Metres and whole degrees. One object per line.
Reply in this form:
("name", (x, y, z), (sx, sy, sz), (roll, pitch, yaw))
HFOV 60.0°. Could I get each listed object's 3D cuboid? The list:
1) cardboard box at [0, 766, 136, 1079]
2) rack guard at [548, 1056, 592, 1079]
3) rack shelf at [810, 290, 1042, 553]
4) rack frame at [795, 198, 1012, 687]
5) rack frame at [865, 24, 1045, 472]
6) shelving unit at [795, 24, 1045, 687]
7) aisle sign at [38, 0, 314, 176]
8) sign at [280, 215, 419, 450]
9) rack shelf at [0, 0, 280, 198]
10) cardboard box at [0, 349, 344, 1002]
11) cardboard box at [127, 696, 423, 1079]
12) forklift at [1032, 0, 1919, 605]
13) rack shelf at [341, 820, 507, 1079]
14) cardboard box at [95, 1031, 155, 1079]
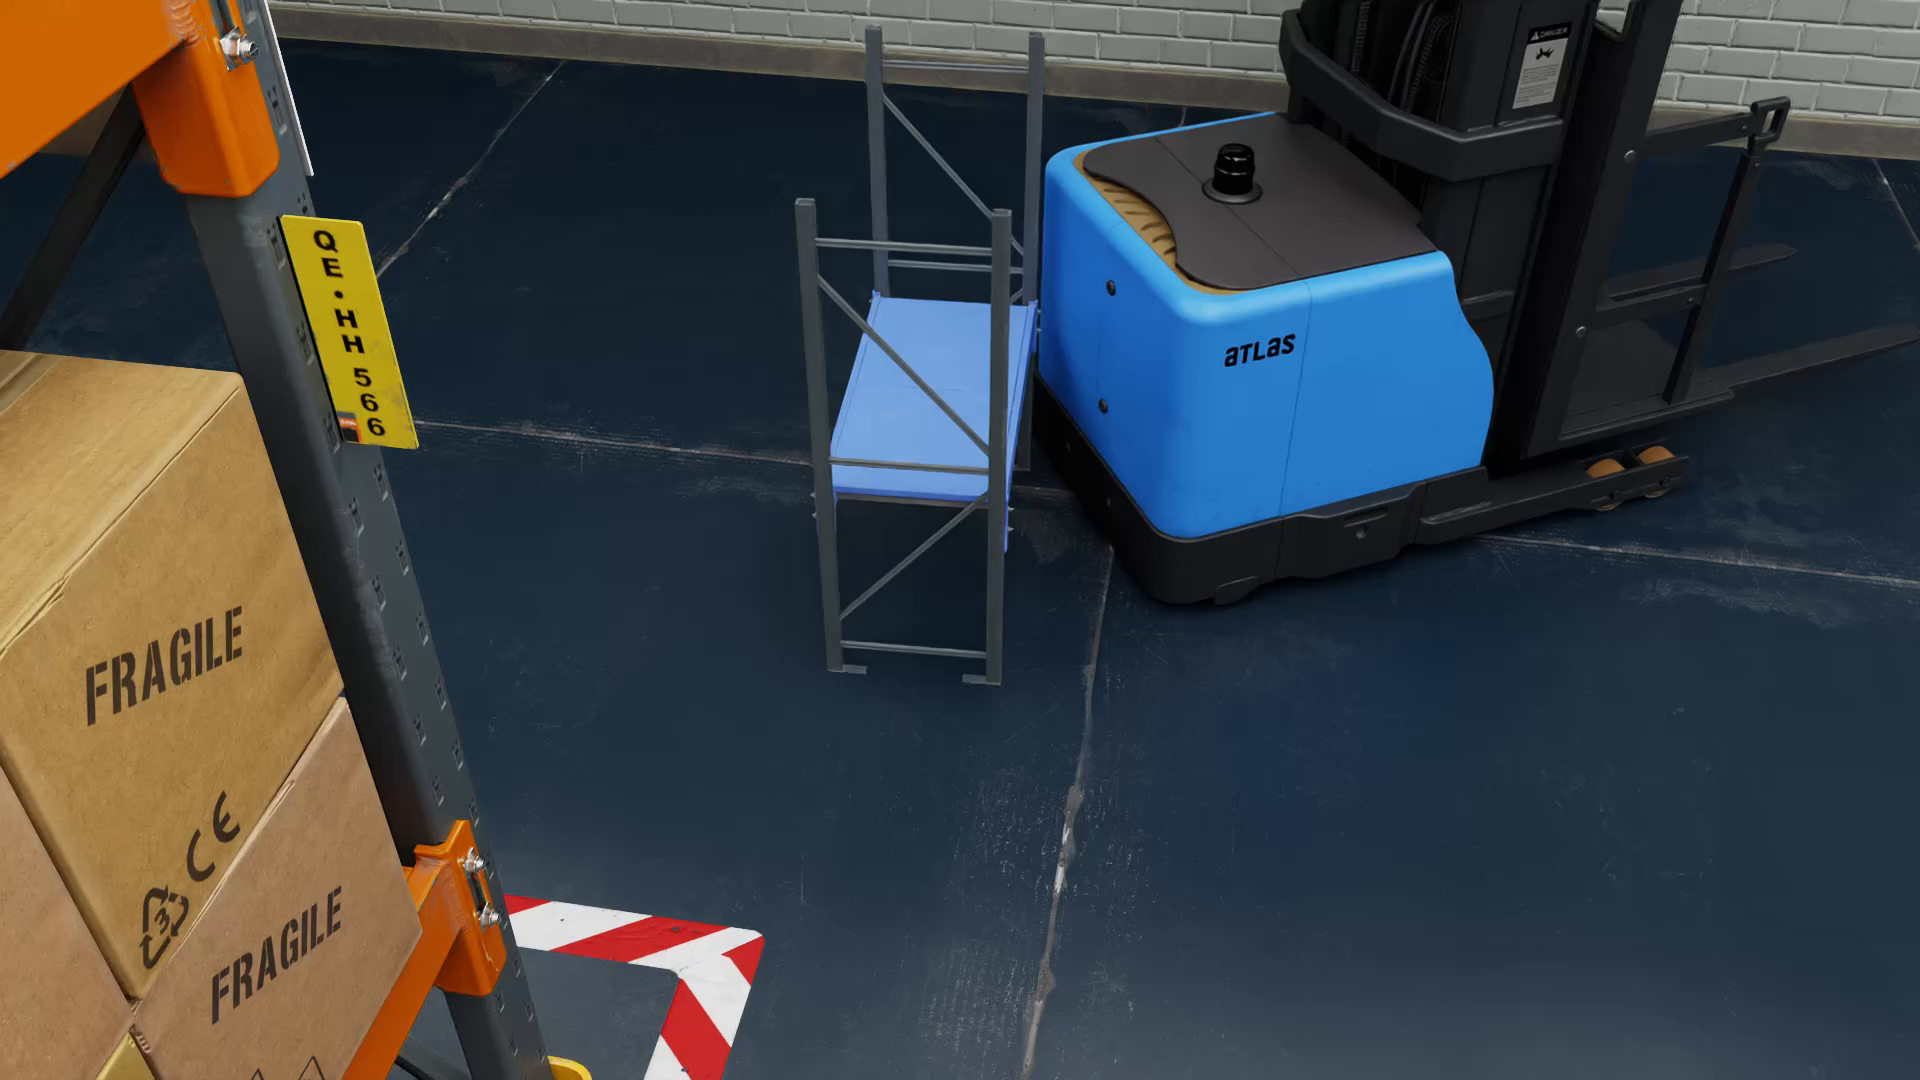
("cardboard box", (-1.181, 0.449, 1.490), (0.500, 0.500, 0.500), (7, 40, 9))
("rack guard", (-1.301, 1.257, 3.337), (1.175, 0.500, 0.348), (6, 40, 8))
("rack shelf", (-0.073, -0.371, 4.804), (0.538, 0.185, 1.000), (4, 40, 5))
("rack frame", (-0.131, -0.188, 4.300), (0.500, 1.500, 0.032), (4, 40, 5))
("rack frame", (-0.014, -0.831, 5.078), (0.500, 1.500, 0.032), (4, 40, 5))
("shelving unit", (-0.073, -0.509, 4.689), (0.538, 1.500, 1.048), (4, 40, 5))
("aisle sign", (-0.974, -0.765, 1.781), (0.394, 0.787, 0.004), (6, 40, 8))
("sign", (-0.745, -0.248, 2.039), (0.100, 0.325, 0.005), (6, 40, 8))
("rack shelf", (-1.634, 0.623, 0.353), (1.077, 0.370, 4.000), (6, 40, 8))
("cardboard box", (-1.094, 0.132, 1.873), (0.500, 0.500, 0.500), (6, 40, 7))
("cardboard box", (-1.097, 0.519, 2.190), (0.500, 0.500, 0.500), (8, 40, 9))
("forklift", (1.812, -1.523, 4.792), (3.031, 2.935, 1.130), (-14, 42, -16))
("rack shelf", (-1.634, 1.779, 1.309), (1.077, 0.370, 4.000), (6, 40, 8))
("cardboard box", (-1.184, 0.845, 1.796), (0.500, 0.500, 0.500), (7, 40, 8))
